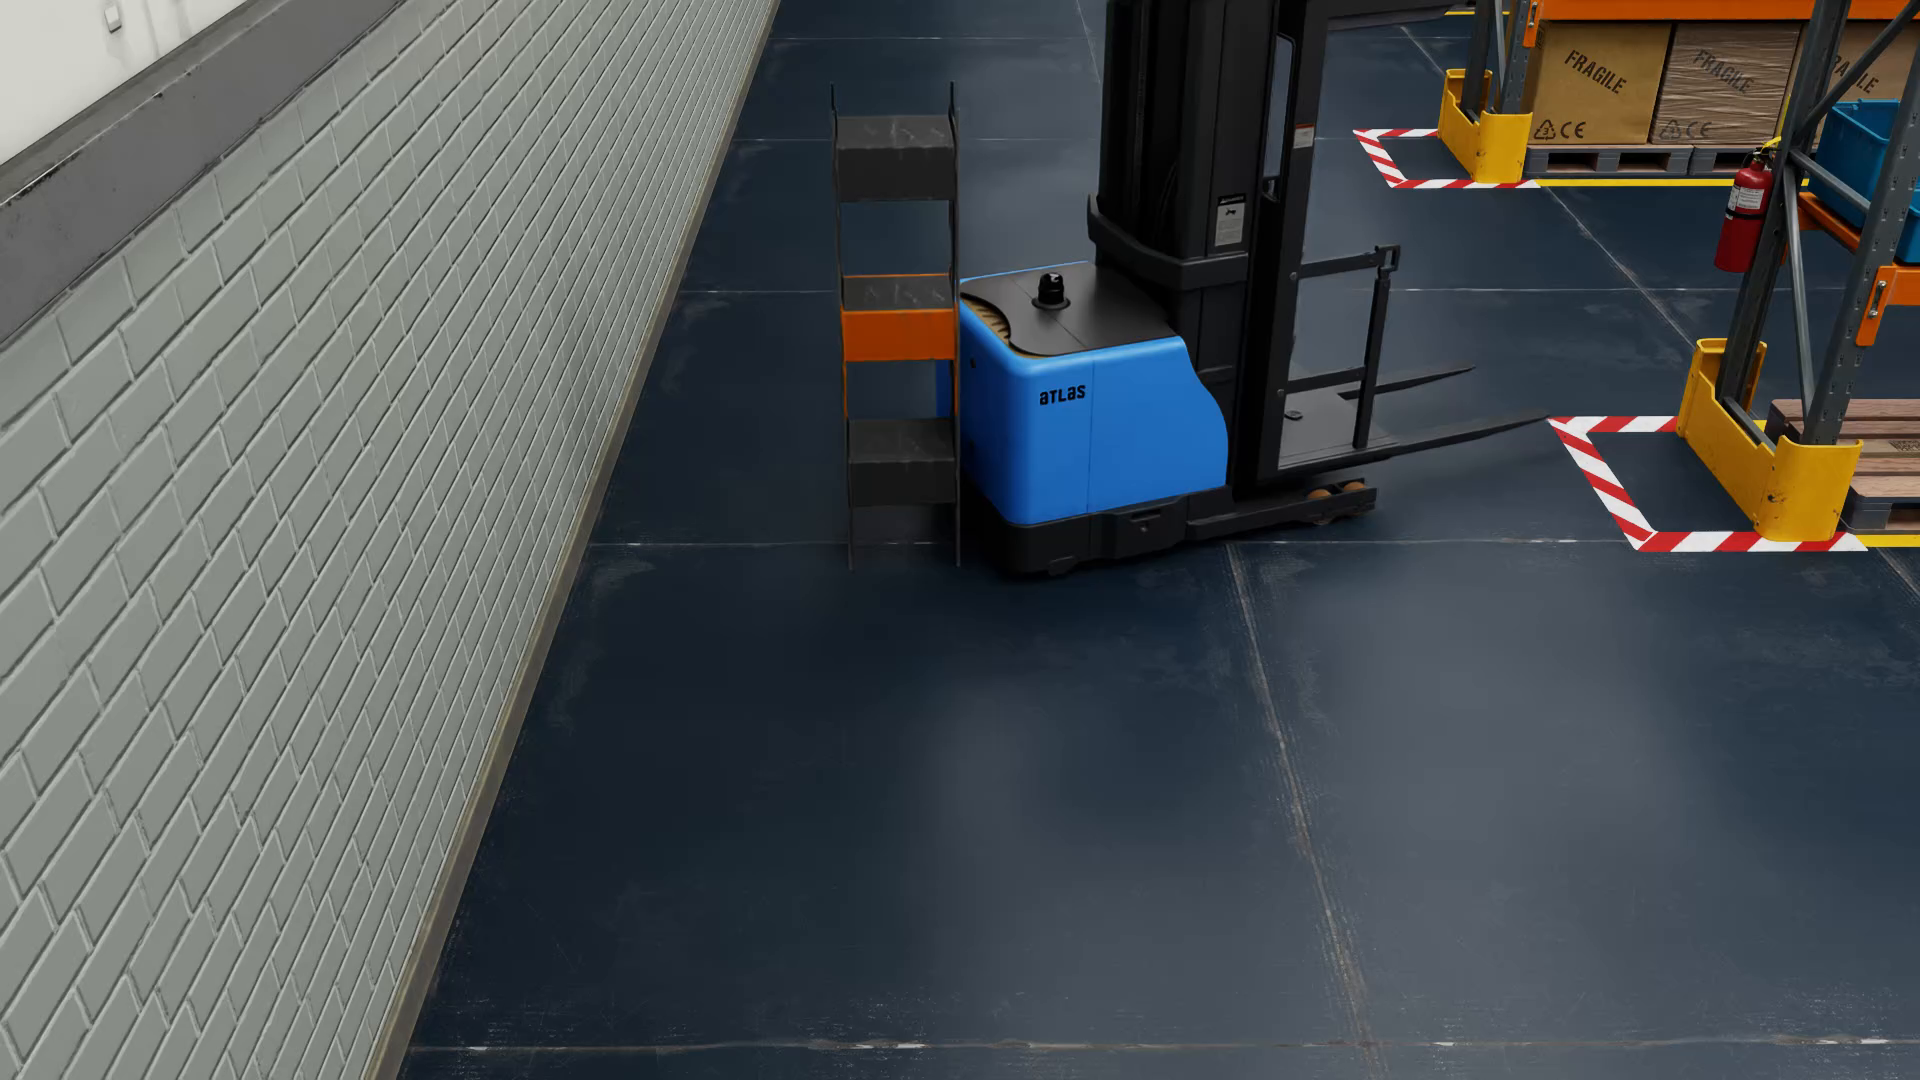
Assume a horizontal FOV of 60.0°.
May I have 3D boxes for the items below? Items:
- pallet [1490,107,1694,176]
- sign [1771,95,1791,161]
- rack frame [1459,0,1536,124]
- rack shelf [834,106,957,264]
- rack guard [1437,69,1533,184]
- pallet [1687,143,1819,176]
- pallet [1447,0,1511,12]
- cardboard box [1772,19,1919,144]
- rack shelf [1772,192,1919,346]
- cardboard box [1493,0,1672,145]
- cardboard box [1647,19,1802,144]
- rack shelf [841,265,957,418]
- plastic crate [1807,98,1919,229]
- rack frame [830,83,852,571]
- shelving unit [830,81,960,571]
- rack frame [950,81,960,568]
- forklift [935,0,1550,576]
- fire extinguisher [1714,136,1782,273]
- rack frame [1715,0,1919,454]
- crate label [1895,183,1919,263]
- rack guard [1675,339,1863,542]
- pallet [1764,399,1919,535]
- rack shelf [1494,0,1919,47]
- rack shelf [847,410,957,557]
[{"bbox_3d":[4.705,-3.004,12.498,1.213,0.211,1.003,0,31,0],"label":"pallet"},{"bbox_3d":[3.916,-1.939,7.898,0.005,0.325,0.100,0,31,0],"label":"sign"},{"bbox_3d":[3.906,-4.154,11.704,0.127,3.000,1.000,0,31,0],"label":"rack frame"},{"bbox_3d":[-0.264,-1.455,6.801,0.480,0.518,0.431,-2,31,-3],"label":"rack shelf"},{"bbox_3d":[3.882,-3.085,12.352,0.348,0.500,1.175,0,31,0],"label":"rack guard"},{"bbox_3d":[5.922,-3.007,12.502,1.213,0.211,1.003,0,31,0],"label":"pallet"},{"bbox_3d":[4.865,-5.519,16.643,1.213,0.211,1.003,0,31,0],"label":"pallet"},{"bbox_3d":[6.345,-3.474,12.227,0.875,0.875,0.875,0,31,0],"label":"cardboard box"},{"bbox_3d":[5.935,-1.283,7.667,4.000,0.370,1.077,0,31,0],"label":"rack shelf"},{"bbox_3d":[4.545,-3.468,12.218,0.875,0.875,0.875,0,31,0],"label":"cardboard box"},{"bbox_3d":[5.455,-3.471,12.223,0.875,0.875,0.875,0,31,0],"label":"cardboard box"},{"bbox_3d":[-0.264,-0.856,7.164,0.480,0.518,0.431,-2,31,-3],"label":"rack shelf"},{"bbox_3d":[4.269,-1.723,7.606,0.499,0.435,0.616,0,31,0],"label":"plastic crate"},{"bbox_3d":[-0.508,-0.860,7.143,0.015,2.100,0.400,-2,31,-3],"label":"rack frame"},{"bbox_3d":[-0.264,-0.868,7.157,0.503,2.100,0.431,-2,31,-3],"label":"shelving unit"},{"bbox_3d":[-0.021,-0.876,7.170,0.015,2.100,0.400,-2,31,-3],"label":"rack frame"},{"bbox_3d":[1.440,-1.567,7.506,3.031,2.935,1.130,-12,33,-18],"label":"forklift"},{"bbox_3d":[3.782,-1.627,7.974,0.183,0.674,0.296,0,31,0],"label":"fire extinguisher"},{"bbox_3d":[3.935,-1.584,7.470,0.127,3.000,1.000,0,31,0],"label":"rack frame"},{"bbox_3d":[4.184,-1.369,7.217,0.303,0.233,0.416,0,31,0],"label":"crate label"},{"bbox_3d":[3.911,-0.509,8.107,0.348,0.500,1.175,0,31,0],"label":"rack guard"},{"bbox_3d":[4.760,-0.375,8.164,1.213,0.211,1.003,0,31,0],"label":"pallet"},{"bbox_3d":[5.905,-3.852,11.901,4.000,0.370,1.077,0,31,0],"label":"rack shelf"},{"bbox_3d":[-0.264,-0.258,7.527,0.480,0.518,0.431,-2,31,-3],"label":"rack shelf"}]
